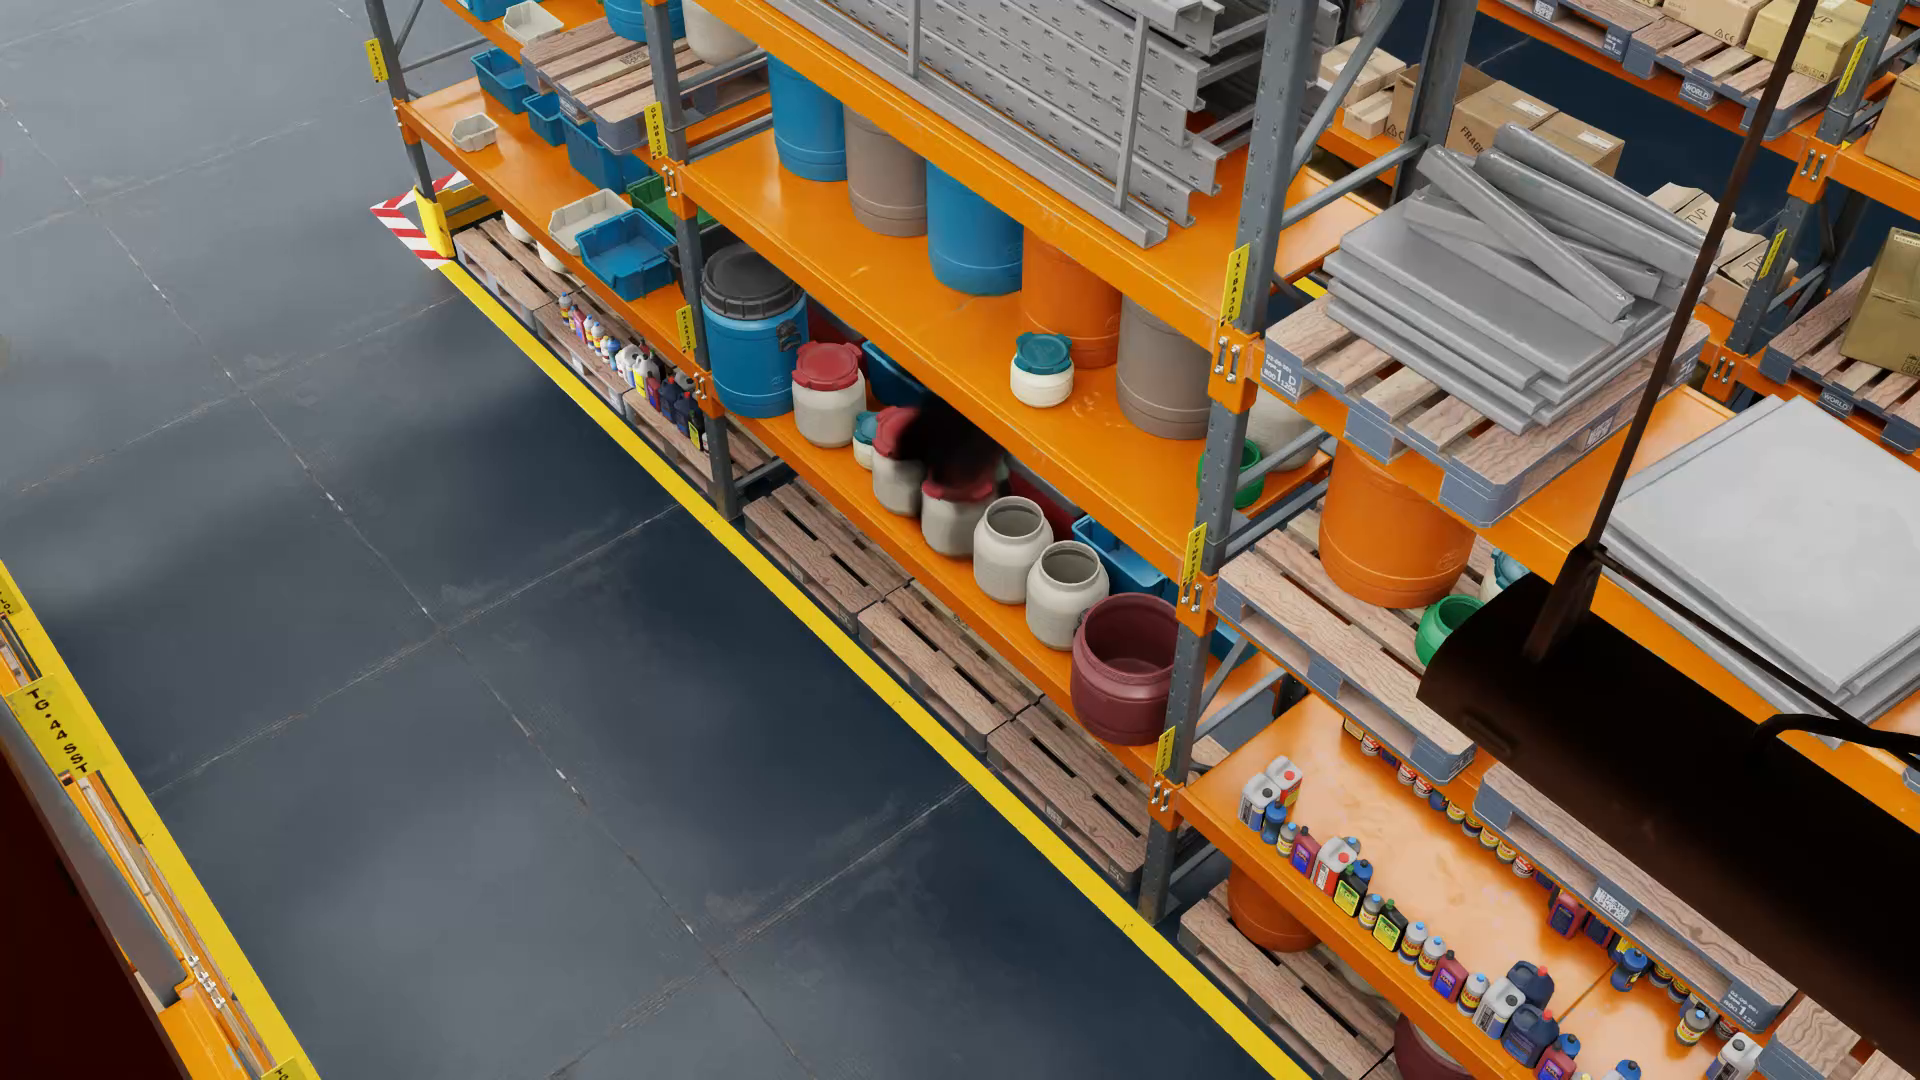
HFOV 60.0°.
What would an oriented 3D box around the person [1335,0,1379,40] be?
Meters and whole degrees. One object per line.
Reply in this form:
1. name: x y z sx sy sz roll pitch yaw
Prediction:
1. person: 3.375 -4.386 14.024 0.561 1.620 0.588 -32 54 -27
